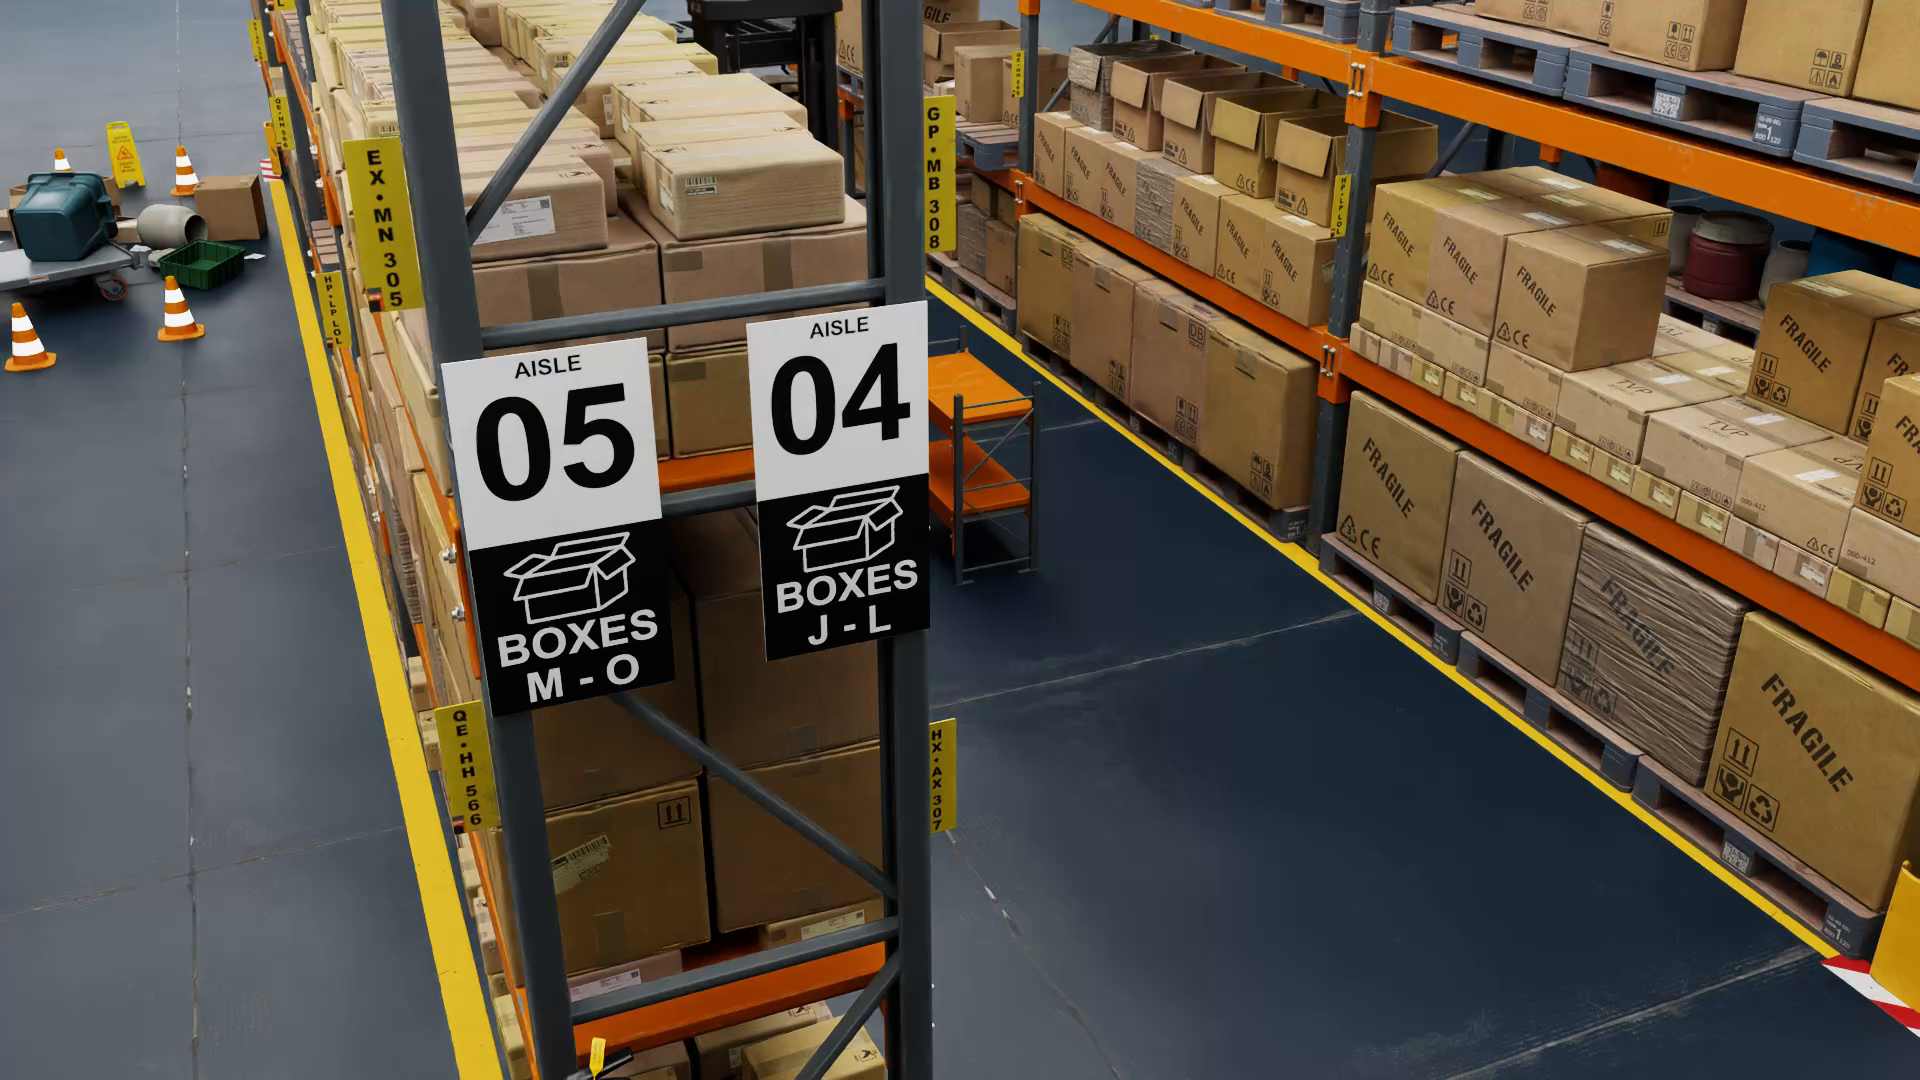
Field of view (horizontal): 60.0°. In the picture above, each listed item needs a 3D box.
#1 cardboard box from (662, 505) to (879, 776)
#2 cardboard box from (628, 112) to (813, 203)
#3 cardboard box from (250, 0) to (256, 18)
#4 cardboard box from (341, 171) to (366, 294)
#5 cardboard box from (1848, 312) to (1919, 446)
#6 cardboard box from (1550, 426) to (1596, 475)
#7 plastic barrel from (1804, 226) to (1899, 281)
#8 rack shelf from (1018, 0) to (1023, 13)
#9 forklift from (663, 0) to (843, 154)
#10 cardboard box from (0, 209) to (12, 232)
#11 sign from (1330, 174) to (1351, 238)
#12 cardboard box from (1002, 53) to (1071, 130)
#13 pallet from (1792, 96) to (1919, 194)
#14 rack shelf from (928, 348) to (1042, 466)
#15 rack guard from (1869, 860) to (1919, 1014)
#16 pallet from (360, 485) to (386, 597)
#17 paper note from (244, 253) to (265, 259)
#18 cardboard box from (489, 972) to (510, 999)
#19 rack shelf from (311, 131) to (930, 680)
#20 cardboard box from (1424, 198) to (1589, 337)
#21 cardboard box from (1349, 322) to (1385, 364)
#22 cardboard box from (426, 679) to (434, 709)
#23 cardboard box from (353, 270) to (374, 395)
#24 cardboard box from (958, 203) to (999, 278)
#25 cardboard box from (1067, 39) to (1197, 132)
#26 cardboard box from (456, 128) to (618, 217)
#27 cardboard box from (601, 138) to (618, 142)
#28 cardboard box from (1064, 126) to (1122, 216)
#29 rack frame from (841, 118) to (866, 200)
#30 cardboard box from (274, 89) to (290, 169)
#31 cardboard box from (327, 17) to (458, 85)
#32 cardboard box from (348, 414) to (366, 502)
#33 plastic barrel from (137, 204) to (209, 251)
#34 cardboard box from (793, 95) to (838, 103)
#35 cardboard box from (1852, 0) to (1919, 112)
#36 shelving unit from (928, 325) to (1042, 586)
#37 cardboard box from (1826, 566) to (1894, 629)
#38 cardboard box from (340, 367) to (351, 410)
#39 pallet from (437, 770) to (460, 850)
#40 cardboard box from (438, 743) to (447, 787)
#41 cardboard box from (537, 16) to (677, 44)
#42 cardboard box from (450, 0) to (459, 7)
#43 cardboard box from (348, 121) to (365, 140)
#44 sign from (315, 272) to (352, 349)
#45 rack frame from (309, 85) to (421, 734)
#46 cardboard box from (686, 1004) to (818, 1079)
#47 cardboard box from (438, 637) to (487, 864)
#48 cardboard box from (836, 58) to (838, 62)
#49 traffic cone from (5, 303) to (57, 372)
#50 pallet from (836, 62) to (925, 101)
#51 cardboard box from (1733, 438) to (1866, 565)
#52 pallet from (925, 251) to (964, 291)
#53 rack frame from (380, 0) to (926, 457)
[{"bbox_3d":[-0.487,0.219,4.290,0.500,0.500,0.500,-11,28,-21],"label":"cardboard box"},{"bbox_3d":[-0.556,-0.886,3.874,0.380,0.149,0.250,-9,28,-19],"label":"cardboard box"},{"bbox_3d":[-6.317,-5.326,15.837,0.875,0.550,0.550,-11,28,-21],"label":"cardboard box"},{"bbox_3d":[-1.592,-0.963,5.056,0.500,0.250,0.500,-9,28,-18],"label":"cardboard box"},{"bbox_3d":[3.913,-0.583,6.502,0.500,0.500,0.500,-11,28,-22],"label":"cardboard box"},{"bbox_3d":[2.903,-0.434,7.506,0.380,0.149,0.250,-11,28,-22],"label":"cardboard box"},{"bbox_3d":[6.564,-1.957,12.253,0.600,0.901,0.708,-11,28,-21],"label":"plastic barrel"},{"bbox_3d":[0.132,-4.799,13.562,1.077,0.370,4.000,-11,28,-21],"label":"rack shelf"},{"bbox_3d":[-1.492,-2.478,11.484,1.130,2.935,3.031,-13,29,-25],"label":"forklift"},{"bbox_3d":[-8.965,-3.031,15.789,0.380,0.149,0.250,3,26,6],"label":"cardboard box"},{"bbox_3d":[1.986,-1.740,8.665,0.100,0.325,0.005,-11,28,-21],"label":"sign"},{"bbox_3d":[0.667,-3.412,12.726,0.500,0.500,0.500,-14,29,-27],"label":"cardboard box"},{"bbox_3d":[3.748,-1.343,5.764,1.003,0.211,1.213,-11,28,-21],"label":"pallet"},{"bbox_3d":[0.003,-0.766,9.369,0.538,0.278,1.000,-11,28,-21],"label":"rack shelf"},{"bbox_3d":[4.057,1.396,6.322,1.175,0.500,0.348,-11,28,-21],"label":"rack guard"},{"bbox_3d":[-2.910,-0.095,9.704,1.003,0.211,1.213,-11,28,-21],"label":"pallet"},{"bbox_3d":[-6.351,-2.552,14.942,0.142,0.020,0.147,13,29,24],"label":"paper note"},{"bbox_3d":[-1.444,1.452,5.788,0.380,0.149,0.250,-10,28,-20],"label":"cardboard box"},{"bbox_3d":[-1.339,-0.758,5.285,1.077,0.370,4.000,-11,28,-21],"label":"rack shelf"},{"bbox_3d":[2.620,-1.318,8.008,0.500,0.500,0.500,-11,28,-21],"label":"cardboard box"},{"bbox_3d":[2.291,-1.063,8.794,0.380,0.149,0.250,-11,28,-20],"label":"cardboard box"},{"bbox_3d":[-2.124,0.580,7.235,0.380,0.149,0.250,-9,27,-18],"label":"cardboard box"},{"bbox_3d":[-1.952,-0.738,6.250,0.500,0.500,0.500,-11,28,-22],"label":"cardboard box"},{"bbox_3d":[0.405,-2.530,13.861,0.700,0.500,0.500,-13,29,-25],"label":"cardboard box"},{"bbox_3d":[1.187,-3.165,11.556,0.797,0.503,0.637,-10,28,-19],"label":"cardboard box"},{"bbox_3d":[-0.982,-0.807,3.711,0.380,0.149,0.250,-10,28,-20],"label":"cardboard box"},{"bbox_3d":[-0.880,-1.070,4.704,0.500,0.250,0.500,-10,28,-20],"label":"cardboard box"},{"bbox_3d":[1.059,-2.561,11.463,0.500,0.500,0.500,-11,28,-22],"label":"cardboard box"},{"bbox_3d":[-0.651,-4.582,15.715,1.000,3.000,0.127,-11,28,-21],"label":"rack frame"},{"bbox_3d":[-4.905,-3.151,12.671,0.500,0.500,0.500,-11,28,-21],"label":"cardboard box"},{"bbox_3d":[-1.760,-1.527,5.187,0.380,0.149,0.250,-9,27,-18],"label":"cardboard box"},{"bbox_3d":[-3.241,-0.483,9.691,0.500,0.500,0.500,-11,28,-22],"label":"cardboard box"},{"bbox_3d":[-7.110,-2.807,15.017,0.512,0.421,0.421,8,27,15],"label":"plastic barrel"},{"bbox_3d":[-1.495,-4.516,17.950,0.500,0.500,0.500,-8,27,-16],"label":"cardboard box"},{"bbox_3d":[3.686,-1.813,5.918,0.700,0.500,0.500,-12,28,-22],"label":"cardboard box"},{"bbox_3d":[0.003,-0.503,9.498,0.538,1.125,1.048,-11,28,-21],"label":"shelving unit"},{"bbox_3d":[3.502,0.184,6.241,0.380,0.149,0.250,-10,28,-20],"label":"cardboard box"},{"bbox_3d":[-3.260,-0.831,9.550,0.500,0.250,0.500,-10,28,-20],"label":"cardboard box"},{"bbox_3d":[-1.826,0.977,7.508,1.003,0.211,1.213,-11,28,-21],"label":"pallet"},{"bbox_3d":[-2.025,0.953,7.151,0.380,0.149,0.250,-11,28,-21],"label":"cardboard box"},{"bbox_3d":[-1.099,-1.529,5.191,0.380,0.149,0.250,-11,28,-21],"label":"cardboard box"},{"bbox_3d":[-2.169,-2.294,7.019,0.700,0.500,0.500,-11,28,-21],"label":"cardboard box"},{"bbox_3d":[-1.369,-0.987,4.535,0.500,0.250,0.500,-10,28,-20],"label":"cardboard box"},{"bbox_3d":[-2.631,-0.964,6.987,0.100,0.325,0.005,-11,28,-21],"label":"sign"},{"bbox_3d":[-2.122,-0.541,7.439,1.000,3.000,0.127,-11,28,-21],"label":"rack frame"},{"bbox_3d":[-0.667,1.538,5.273,0.380,0.149,0.250,-10,28,-20],"label":"cardboard box"},{"bbox_3d":[-1.165,0.549,4.753,0.500,0.500,0.500,-11,28,-21],"label":"cardboard box"},{"bbox_3d":[-1.006,-4.505,15.845,0.380,0.149,0.250,-11,28,-21],"label":"cardboard box"},{"bbox_3d":[-6.962,-1.534,12.364,0.336,0.463,0.334,-11,28,-21],"label":"traffic cone"},{"bbox_3d":[-0.486,-4.162,15.074,1.003,0.211,1.213,-11,28,-21],"label":"pallet"},{"bbox_3d":[3.416,-0.159,6.488,0.500,0.250,0.500,-11,28,-21],"label":"cardboard box"},{"bbox_3d":[0.137,-2.521,14.674,1.003,0.211,1.213,-11,28,-21],"label":"pallet"},{"bbox_3d":[-0.555,-1.622,2.815,1.000,3.000,0.127,-11,28,-21],"label":"rack frame"}]
